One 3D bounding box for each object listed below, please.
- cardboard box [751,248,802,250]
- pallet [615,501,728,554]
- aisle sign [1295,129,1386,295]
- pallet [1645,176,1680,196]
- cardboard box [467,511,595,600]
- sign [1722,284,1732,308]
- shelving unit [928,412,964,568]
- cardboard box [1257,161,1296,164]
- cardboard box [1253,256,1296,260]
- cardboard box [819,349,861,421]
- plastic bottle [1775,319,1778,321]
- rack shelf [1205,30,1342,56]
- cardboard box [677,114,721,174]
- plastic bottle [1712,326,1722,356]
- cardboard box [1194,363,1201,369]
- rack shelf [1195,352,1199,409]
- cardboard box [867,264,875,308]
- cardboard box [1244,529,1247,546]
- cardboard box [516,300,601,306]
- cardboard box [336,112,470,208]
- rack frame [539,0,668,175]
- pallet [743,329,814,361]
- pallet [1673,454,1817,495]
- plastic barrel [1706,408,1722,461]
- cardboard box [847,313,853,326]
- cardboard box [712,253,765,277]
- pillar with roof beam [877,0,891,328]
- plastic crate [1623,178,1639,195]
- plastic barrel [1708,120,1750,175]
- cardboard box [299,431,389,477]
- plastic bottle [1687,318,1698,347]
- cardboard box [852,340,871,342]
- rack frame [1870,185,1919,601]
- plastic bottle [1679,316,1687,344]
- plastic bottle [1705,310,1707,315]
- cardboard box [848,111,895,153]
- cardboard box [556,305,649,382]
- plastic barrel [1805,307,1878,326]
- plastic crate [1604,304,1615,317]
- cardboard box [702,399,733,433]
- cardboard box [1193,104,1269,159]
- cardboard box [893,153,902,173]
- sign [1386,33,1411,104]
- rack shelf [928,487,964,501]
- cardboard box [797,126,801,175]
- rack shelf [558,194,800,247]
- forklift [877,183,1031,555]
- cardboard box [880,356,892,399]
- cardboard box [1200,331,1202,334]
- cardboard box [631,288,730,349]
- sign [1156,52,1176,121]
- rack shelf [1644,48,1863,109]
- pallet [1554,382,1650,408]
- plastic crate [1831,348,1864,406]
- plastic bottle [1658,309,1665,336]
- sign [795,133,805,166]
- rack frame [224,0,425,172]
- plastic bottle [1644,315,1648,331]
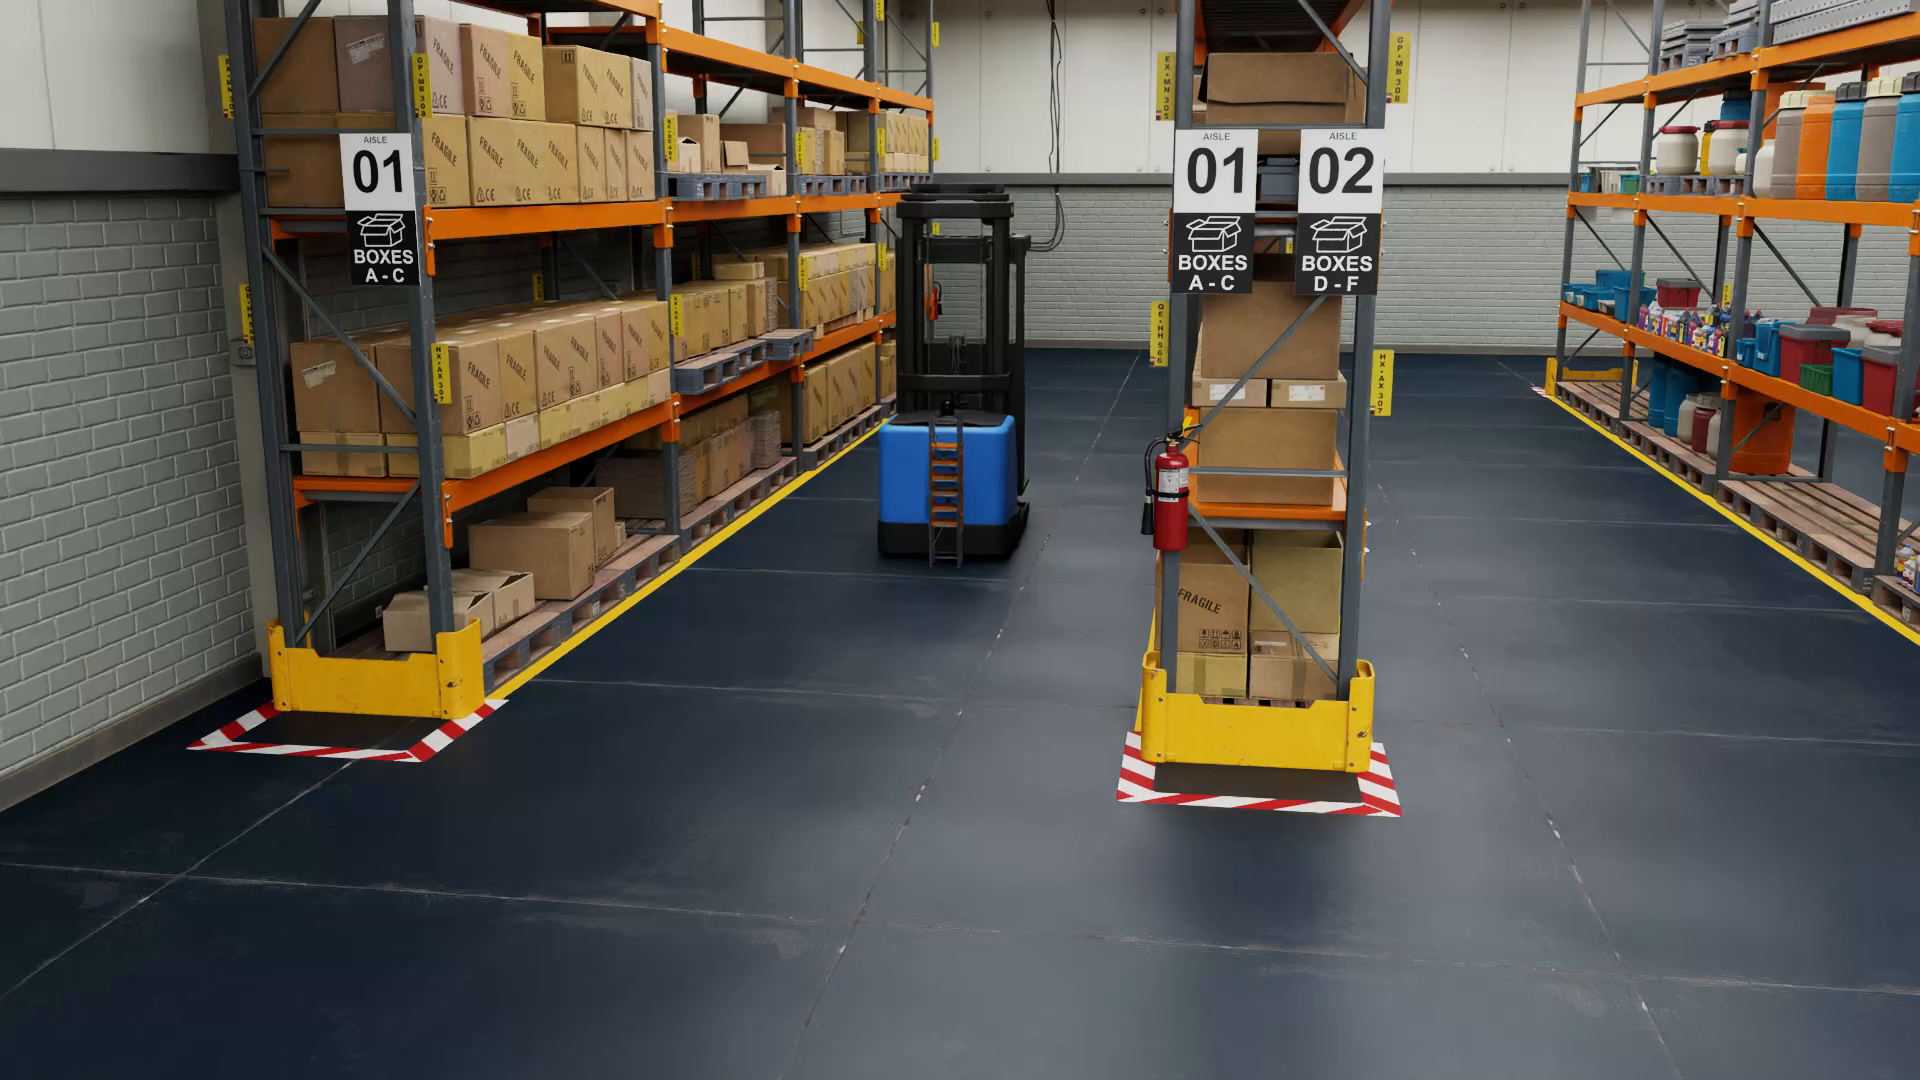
[{"bbox_3d":[-2.063,-3.156,18.748,0.500,0.250,0.500,2,12,7],"label":"cardboard box"},{"bbox_3d":[-2.616,-0.129,14.089,1.003,0.211,1.213,2,12,9],"label":"pallet"},{"bbox_3d":[1.838,-1.585,8.055,0.394,0.787,0.004,2,12,9],"label":"aisle sign"},{"bbox_3d":[8.261,-3.882,18.213,1.213,0.211,1.003,2,12,9],"label":"pallet"},{"bbox_3d":[-2.905,0.099,11.303,0.700,0.500,0.500,1,12,5],"label":"cardboard box"},{"bbox_3d":[8.828,-2.791,19.168,0.100,0.325,0.005,2,12,9],"label":"sign"},{"bbox_3d":[-0.109,-0.387,12.936,0.258,1.200,0.189,1,13,7],"label":"shelving unit"},{"bbox_3d":[2.265,-2.896,12.552,0.500,0.250,0.500,3,13,15],"label":"cardboard box"},{"bbox_3d":[2.022,-1.655,11.237,0.700,0.500,0.500,2,12,9],"label":"cardboard box"},{"bbox_3d":[-1.610,-1.825,19.447,0.750,0.750,0.750,2,12,10],"label":"cardboard box"},{"bbox_3d":[8.278,-2.103,16.909,0.061,0.283,0.133,2,12,9],"label":"plastic bottle"},{"bbox_3d":[2.468,-3.972,13.720,1.077,0.370,4.000,2,12,9],"label":"rack shelf"},{"bbox_3d":[-2.382,-3.418,14.380,0.500,0.500,0.500,1,12,7],"label":"cardboard box"},{"bbox_3d":[7.346,-1.930,16.108,0.061,0.283,0.133,2,12,9],"label":"plastic bottle"},{"bbox_3d":[1.494,-0.897,9.257,0.380,0.149,0.250,2,12,8],"label":"cardboard box"},{"bbox_3d":[2.468,-1.235,14.310,1.077,0.370,4.000,2,12,9],"label":"rack shelf"},{"bbox_3d":[-1.326,-3.095,20.243,0.500,0.500,0.500,2,12,8],"label":"cardboard box"},{"bbox_3d":[2.144,-0.086,11.023,0.500,0.500,0.500,2,12,9],"label":"cardboard box"},{"bbox_3d":[-3.013,-1.542,12.555,0.500,0.500,0.500,2,12,7],"label":"cardboard box"},{"bbox_3d":[-3.051,-2.084,9.136,0.500,0.500,0.500,2,12,10],"label":"cardboard box"},{"bbox_3d":[-2.735,-4.262,12.411,1.000,3.000,0.127,2,12,9],"label":"rack frame"},{"bbox_3d":[-2.124,-1.917,16.223,1.213,0.211,1.003,2,12,9],"label":"pallet"},{"bbox_3d":[7.750,-0.644,16.479,1.003,0.211,1.213,2,12,9],"label":"pallet"},{"bbox_3d":[7.727,-1.053,16.669,0.421,0.512,0.421,0,12,0],"label":"plastic barrel"},{"bbox_3d":[-1.462,-2.591,19.445,0.380,0.149,0.250,2,12,9],"label":"cardboard box"},{"bbox_3d":[-2.306,-2.836,17.261,0.500,0.250,0.500,2,12,10],"label":"cardboard box"},{"bbox_3d":[2.925,-7.211,26.093,9.100,9.000,0.400,2,12,9],"label":"pillar with roof beam"},{"bbox_3d":[8.051,-4.135,19.442,0.450,0.188,0.662,2,12,9],"label":"plastic crate"},{"bbox_3d":[7.793,-3.953,16.778,0.433,0.535,0.433,0,12,0],"label":"plastic barrel"},{"bbox_3d":[-3.470,-0.537,9.674,0.500,0.250,0.500,2,12,9],"label":"cardboard box"},{"bbox_3d":[7.486,-2.120,16.989,0.061,0.283,0.133,2,12,9],"label":"plastic bottle"},{"bbox_3d":[-1.388,-2.589,22.282,0.380,0.149,0.250,1,12,7],"label":"cardboard box"},{"bbox_3d":[7.054,-1.009,11.554,1.000,3.000,0.127,2,12,9],"label":"rack frame"},{"bbox_3d":[7.535,-2.187,17.296,0.061,0.283,0.133,2,12,9],"label":"plastic bottle"},{"bbox_3d":[8.544,-2.521,18.865,0.152,0.276,0.135,2,12,9],"label":"plastic bottle"},{"bbox_3d":[-1.118,-5.148,20.983,0.500,0.500,0.500,2,12,8],"label":"cardboard box"},{"bbox_3d":[-2.573,-1.420,11.992,0.500,0.500,0.500,2,12,8],"label":"cardboard box"},{"bbox_3d":[7.898,-1.801,14.909,0.600,0.536,0.708,2,12,9],"label":"plastic barrel"},{"bbox_3d":[8.191,-2.811,20.426,0.437,0.125,0.590,2,12,9],"label":"plastic crate"},{"bbox_3d":[-2.403,-1.147,15.303,0.500,0.250,0.500,2,12,8],"label":"cardboard box"},{"bbox_3d":[1.547,-2.398,9.762,0.500,0.311,0.500,3,13,15],"label":"cardboard box"},{"bbox_3d":[-1.045,-4.883,21.534,0.500,0.250,0.500,2,12,7],"label":"cardboard box"},{"bbox_3d":[2.093,-2.250,7.933,0.100,0.325,0.005,2,12,9],"label":"sign"},{"bbox_3d":[-0.109,-0.343,12.946,0.258,0.103,0.180,1,13,7],"label":"rack shelf"},{"bbox_3d":[-2.072,-4.107,17.531,0.700,0.500,0.500,1,12,6],"label":"cardboard box"},{"bbox_3d":[-2.427,-2.861,14.735,1.077,0.370,4.000,2,12,9],"label":"rack shelf"},{"bbox_3d":[0.029,-1.572,14.332,1.130,2.935,3.031,1,12,7],"label":"forklift"},{"bbox_3d":[-1.288,-2.131,21.697,0.700,0.500,0.500,2,12,9],"label":"cardboard box"},{"bbox_3d":[1.812,-1.326,11.247,0.380,0.149,0.250,2,12,8],"label":"cardboard box"},{"bbox_3d":[-2.459,-1.953,14.652,0.700,0.500,0.500,4,13,16],"label":"cardboard box"},{"bbox_3d":[1.011,-2.218,8.133,0.100,0.325,0.005,2,12,9],"label":"sign"},{"bbox_3d":[7.977,-4.643,16.835,1.077,0.370,4.000,2,12,9],"label":"rack shelf"},{"bbox_3d":[8.735,-1.973,22.648,1.003,0.211,1.213,2,12,9],"label":"pallet"},{"bbox_3d":[6.917,-1.241,12.668,0.392,0.384,0.575,2,12,9],"label":"plastic crate"},{"bbox_3d":[7.670,-2.370,18.146,0.061,0.283,0.133,2,12,9],"label":"plastic bottle"},{"bbox_3d":[-1.584,-3.863,16.453,0.100,0.325,0.005,2,12,9],"label":"sign"},{"bbox_3d":[-3.350,-3.430,8.548,1.000,3.000,0.127,2,12,9],"label":"rack frame"},{"bbox_3d":[7.787,-2.462,18.769,0.097,0.201,0.097,0,12,0],"label":"plastic bottle"}]
